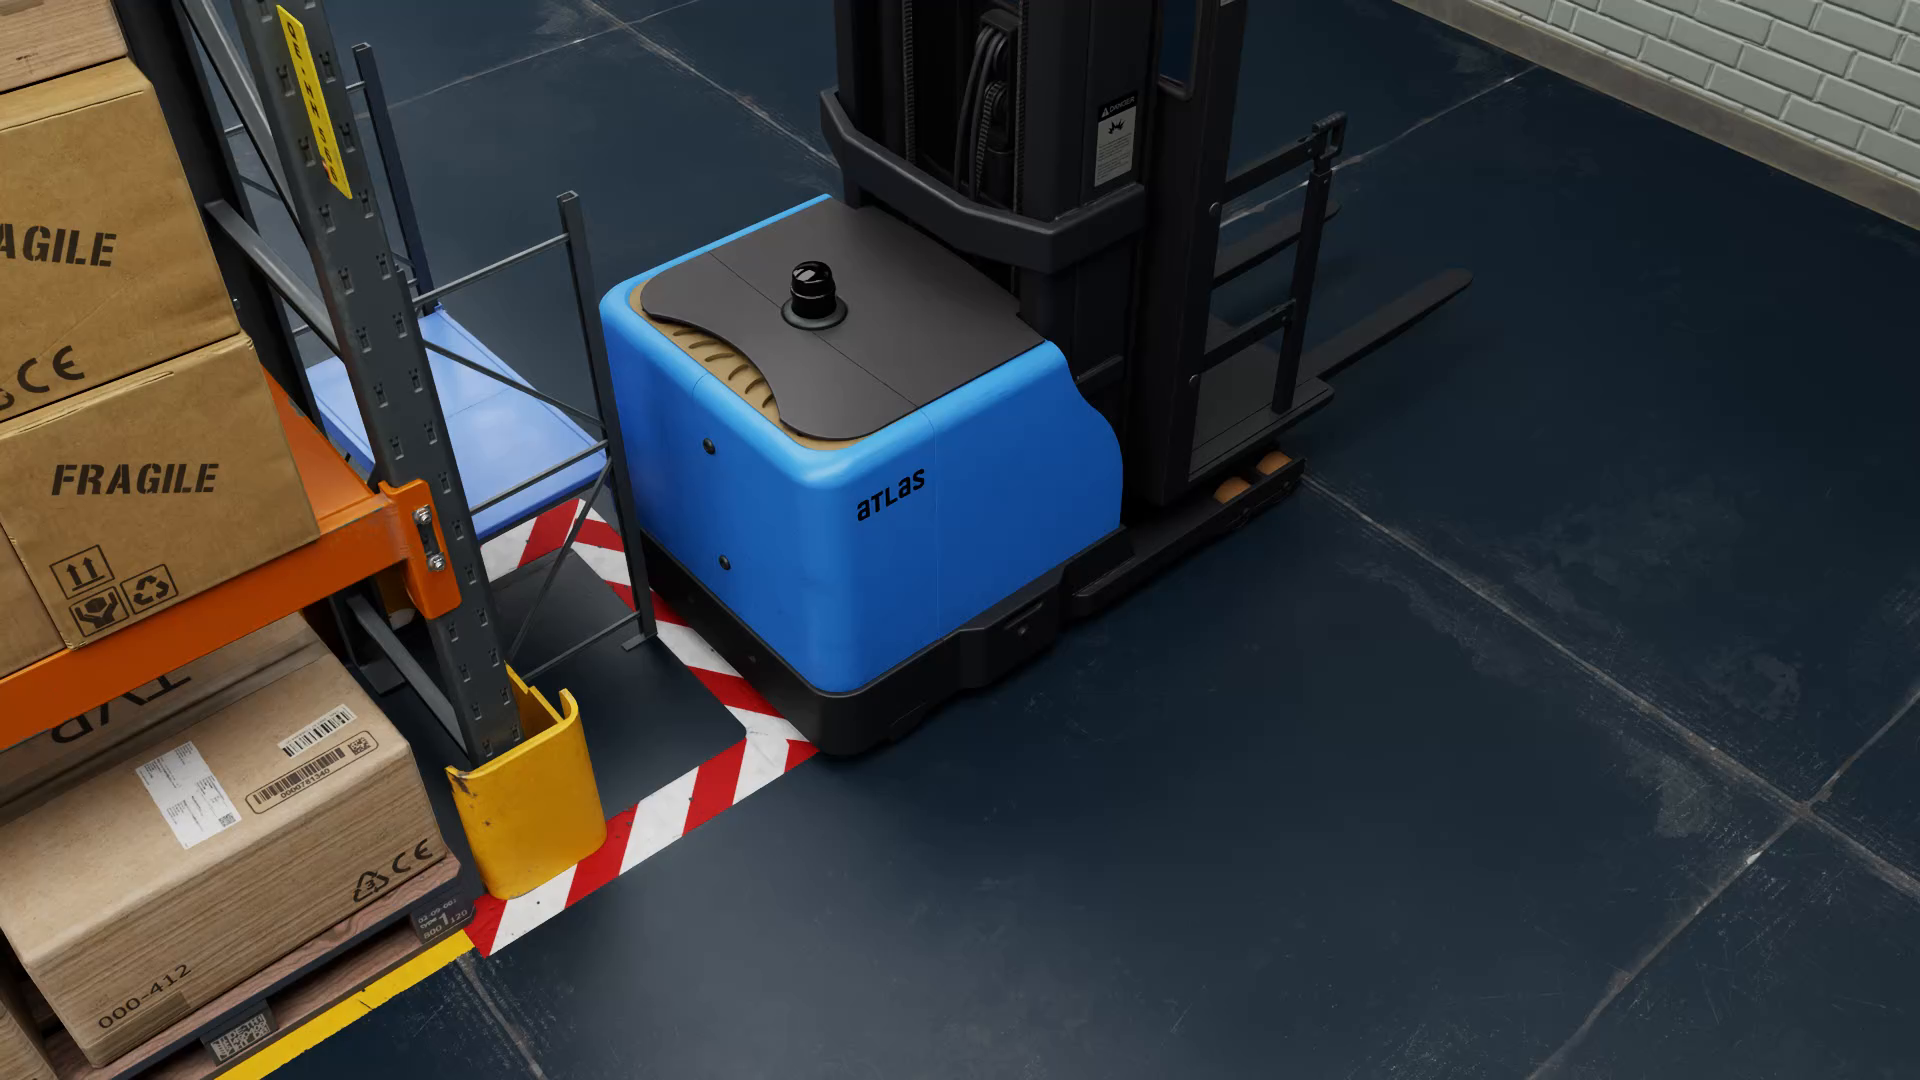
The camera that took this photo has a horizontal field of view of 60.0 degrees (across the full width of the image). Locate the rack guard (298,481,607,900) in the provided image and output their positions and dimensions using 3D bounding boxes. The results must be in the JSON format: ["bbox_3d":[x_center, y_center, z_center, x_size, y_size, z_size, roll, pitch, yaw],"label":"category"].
[{"bbox_3d":[-1.416,0.378,4.482,0.348,0.500,1.175,-30,51,-28],"label":"rack guard"}]

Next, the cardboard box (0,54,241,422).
[{"bbox_3d":[-1.652,-0.587,2.880,0.500,0.500,0.500,-28,50,-27],"label":"cardboard box"}]

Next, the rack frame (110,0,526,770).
[{"bbox_3d":[-1.435,-0.523,3.615,0.127,3.000,1.000,-30,51,-28],"label":"rack frame"}]

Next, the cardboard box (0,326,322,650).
[{"bbox_3d":[-1.635,-0.208,3.208,0.500,0.500,0.500,-30,51,-28],"label":"cardboard box"}]

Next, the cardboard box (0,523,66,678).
[{"bbox_3d":[-2.030,0.004,2.981,0.500,0.500,0.500,-31,51,-29],"label":"cardboard box"}]

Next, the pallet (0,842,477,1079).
[{"bbox_3d":[-1.998,0.886,4.152,1.213,0.211,1.003,-30,51,-28],"label":"pallet"}]

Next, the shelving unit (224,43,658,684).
[{"bbox_3d":[-1.436,-0.417,4.598,0.538,1.500,1.048,-32,52,-29],"label":"shelving unit"}]

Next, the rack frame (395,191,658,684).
[{"bbox_3d":[-1.094,-0.160,4.324,0.500,1.500,0.032,-32,52,-29],"label":"rack frame"}]

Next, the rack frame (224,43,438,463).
[{"bbox_3d":[-1.779,-0.674,4.872,0.500,1.500,0.032,-32,52,-29],"label":"rack frame"}]

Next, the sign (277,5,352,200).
[{"bbox_3d":[-1.097,-0.740,2.828,0.005,0.325,0.100,-30,51,-28],"label":"sign"}]

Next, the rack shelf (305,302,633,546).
[{"bbox_3d":[-1.436,-0.286,4.721,0.538,0.185,1.000,-32,52,-29],"label":"rack shelf"}]

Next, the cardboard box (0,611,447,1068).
[{"bbox_3d":[-1.877,0.601,3.984,0.875,0.438,0.875,-32,52,-29],"label":"cardboard box"}]

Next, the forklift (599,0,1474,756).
[{"bbox_3d":[0.473,-1.348,4.544,3.031,2.935,1.130,-31,51,-28],"label":"forklift"}]

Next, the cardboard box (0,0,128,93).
[{"bbox_3d":[-1.582,-0.897,2.737,0.250,0.149,0.380,-29,50,-27],"label":"cardboard box"}]

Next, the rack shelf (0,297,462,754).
[{"bbox_3d":[-2.969,0.618,2.926,4.000,0.370,1.077,-30,51,-28],"label":"rack shelf"}]
